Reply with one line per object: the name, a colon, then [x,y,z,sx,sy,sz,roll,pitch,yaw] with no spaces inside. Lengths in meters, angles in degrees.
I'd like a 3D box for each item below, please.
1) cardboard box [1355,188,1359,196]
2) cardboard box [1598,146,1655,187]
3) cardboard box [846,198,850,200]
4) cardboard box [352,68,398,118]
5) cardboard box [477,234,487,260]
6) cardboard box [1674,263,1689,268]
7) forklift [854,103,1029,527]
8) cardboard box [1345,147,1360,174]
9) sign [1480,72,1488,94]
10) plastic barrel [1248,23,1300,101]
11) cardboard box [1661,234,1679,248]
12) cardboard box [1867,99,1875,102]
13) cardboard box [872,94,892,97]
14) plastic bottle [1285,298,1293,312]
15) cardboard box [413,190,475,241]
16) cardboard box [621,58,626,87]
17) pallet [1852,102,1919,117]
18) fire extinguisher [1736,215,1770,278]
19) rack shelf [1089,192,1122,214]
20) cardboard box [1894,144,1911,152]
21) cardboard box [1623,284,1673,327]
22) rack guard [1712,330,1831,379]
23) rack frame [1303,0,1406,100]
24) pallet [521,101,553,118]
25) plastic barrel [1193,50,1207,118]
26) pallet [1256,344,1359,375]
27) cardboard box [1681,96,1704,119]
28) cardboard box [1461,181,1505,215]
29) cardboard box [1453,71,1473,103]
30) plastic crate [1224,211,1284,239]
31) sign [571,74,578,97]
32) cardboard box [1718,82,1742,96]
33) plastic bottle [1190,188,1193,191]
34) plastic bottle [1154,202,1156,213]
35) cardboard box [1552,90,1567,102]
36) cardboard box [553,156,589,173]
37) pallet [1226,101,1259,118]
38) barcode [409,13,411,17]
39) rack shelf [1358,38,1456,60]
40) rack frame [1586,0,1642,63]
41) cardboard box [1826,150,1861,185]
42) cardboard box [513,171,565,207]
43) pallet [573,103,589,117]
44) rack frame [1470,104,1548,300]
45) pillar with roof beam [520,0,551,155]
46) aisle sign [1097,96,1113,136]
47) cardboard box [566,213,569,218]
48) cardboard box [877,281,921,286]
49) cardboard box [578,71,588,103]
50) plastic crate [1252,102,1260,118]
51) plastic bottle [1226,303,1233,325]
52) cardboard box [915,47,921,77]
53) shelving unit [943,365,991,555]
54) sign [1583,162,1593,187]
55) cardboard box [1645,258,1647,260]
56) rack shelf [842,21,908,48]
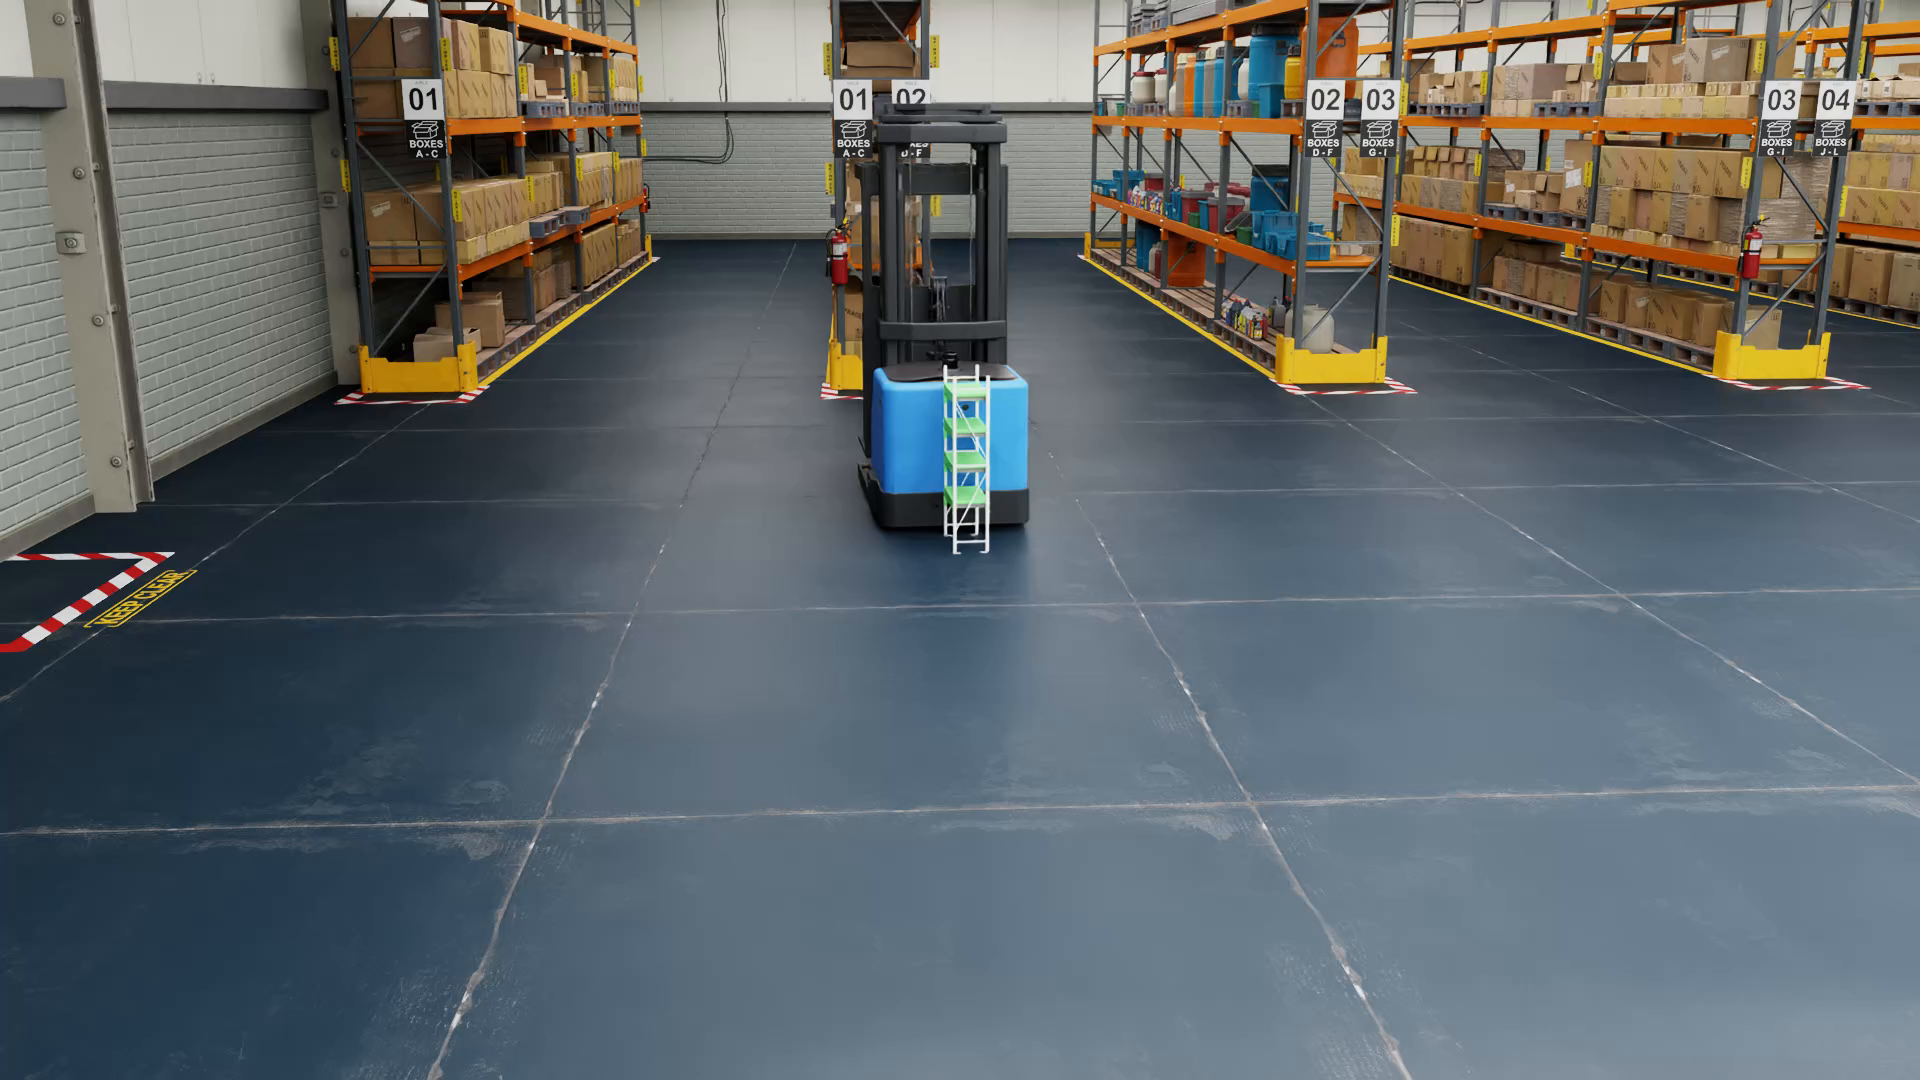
cardboard box: [7.855,-6.712,32.097,0.380,0.149,0.250,-1,14,-4]
cardboard box: [8.598,-4.823,21.448,0.500,0.500,0.500,-1,14,-3]
cardboard box: [-1.063,-3.699,18.380,0.380,0.149,0.250,-1,14,-4]
cardboard box: [-6.038,-4.649,17.314,0.500,0.500,0.500,0,14,1]
cardboard box: [-5.519,-3.230,18.322,0.500,0.250,0.500,-1,14,-5]
cardboard box: [13.066,-5.108,29.534,0.500,0.500,0.500,0,14,-1]
forklift: [-0.219,-1.826,12.742,1.130,2.935,3.031,-2,15,-7]
cardboard box: [7.872,-7.433,32.596,0.500,0.500,0.500,-1,14,-5]
sign: [8.022,-6.992,25.465,0.100,0.325,0.005,-1,14,-3]
plastic barrel: [3.835,-5.835,20.318,0.600,0.901,0.708,-1,14,-3]
cardboard box: [8.650,-3.585,19.944,0.380,0.149,0.250,-1,14,-3]
cardboard box: [18.014,-8.688,32.389,0.500,0.311,0.500,-1,14,-2]
cardboard box: [-1.092,-5.847,21.670,0.500,0.250,0.500,1,14,2]
plastic bottle: [4.220,-2.913,21.260,0.144,0.351,0.185,-2,15,-6]
cardboard box: [-5.489,-3.462,17.717,0.500,0.500,0.500,-1,14,-3]
cardboard box: [-6.341,-8.450,30.080,0.500,0.500,0.500,-1,14,-3]
pallet: [13.698,-6.232,24.089,1.003,0.211,1.213,0,14,-1]
fire extinguisher: [8.619,-3.194,18.077,0.296,0.674,0.183,-1,14,-3]
rack shelf: [3.261,-6.324,31.531,1.077,0.370,4.000,-1,14,-3]
cardboard box: [17.891,-7.177,31.193,0.500,0.500,0.500,-1,14,-4]
cardboard box: [8.852,-3.013,21.389,0.500,0.500,0.500,4,15,14]
rack guard: [9.067,-2.076,18.591,1.175,0.500,0.348,-1,14,-3]
rack frame: [4.128,-6.096,17.161,1.000,3.000,0.127,-1,14,-3]
pallet: [-5.939,-5.550,21.434,1.213,0.211,1.003,-1,14,-3]
plastic barrel: [3.551,-6.330,23.082,0.600,0.901,0.708,-1,14,-3]
pallet: [4.032,-2.061,19.113,1.003,0.211,1.213,-1,14,-3]
cardboard box: [8.731,-5.015,19.280,0.500,0.250,0.500,-1,14,-2]
cardboard box: [8.298,-5.424,26.389,0.500,0.500,0.500,0,14,-2]
cardboard box: [8.325,-7.325,26.915,0.500,0.500,0.500,0,14,0]
plastic crate: [3.786,-4.024,21.269,0.767,0.338,0.504,-1,14,-3]
sign: [-5.713,-6.739,24.640,0.100,0.325,0.005,-1,14,-3]
cardboard box: [8.718,-5.038,18.568,0.380,0.149,0.250,-2,15,-6]
plastic bottle: [3.837,-5.654,27.581,0.144,0.351,0.185,-1,14,-3]
plastic bottle: [3.161,-5.337,26.650,0.097,0.201,0.097,0,14,0]
cardboard box: [8.608,-6.270,23.482,0.380,0.166,0.250,-1,14,-5]
cardboard box: [-6.060,-5.844,25.876,0.500,0.250,0.500,-1,14,-4]
pallet: [4.023,-5.369,20.734,1.213,0.211,1.003,-1,14,-3]
barcode: [-6.350,-6.053,19.201,0.001,0.075,0.075,-1,14,-3]
rack shelf: [8.205,-9.113,31.130,1.077,0.370,4.000,-1,14,-3]
rack frame: [13.037,-10.204,33.124,1.000,3.000,0.127,-1,14,-3]
cardboard box: [13.551,-5.729,25.567,0.700,0.500,0.500,-1,14,-4]
cardboard box: [-6.216,-5.172,24.526,0.700,0.500,0.500,-3,15,-10]
pallet: [-6.348,-6.548,25.316,1.213,0.211,1.003,0,14,-1]
rack frame: [8.576,-5.257,25.939,1.000,3.000,0.127,-1,14,-3]
pillar with roof beam: [-3.113,-9.155,29.049,9.100,9.000,0.400,-1,14,-3]
aisle sign: [2.836,-8.443,33.102,0.394,0.787,0.004,-1,14,-3]
cardboard box: [-6.044,-5.001,25.408,0.380,0.149,0.250,-1,14,-4]
cardboard box: [-0.703,-2.736,19.310,0.500,0.500,0.500,-1,14,-3]
cardboard box: [-6.459,-7.379,27.081,0.700,0.500,0.500,-1,14,-4]
plastic crate: [3.707,-5.139,19.886,0.336,0.188,0.450,-1,14,-3]
plastic bottle: [3.510,-2.914,21.415,0.152,0.276,0.135,0,14,-1]
cardboard box: [-0.646,-5.305,18.781,0.500,0.500,0.500,-1,14,-3]
shelving unit: [0.042,-0.549,11.253,0.258,1.200,0.503,-2,15,-7]
sign: [8.270,-4.814,21.891,0.100,0.325,0.005,-1,14,-3]
cardboard box: [12.988,-5.284,30.923,0.380,0.149,0.250,0,14,-2]
rack shelf: [-1.187,-6.971,22.807,1.077,0.370,4.000,-1,14,-3]
